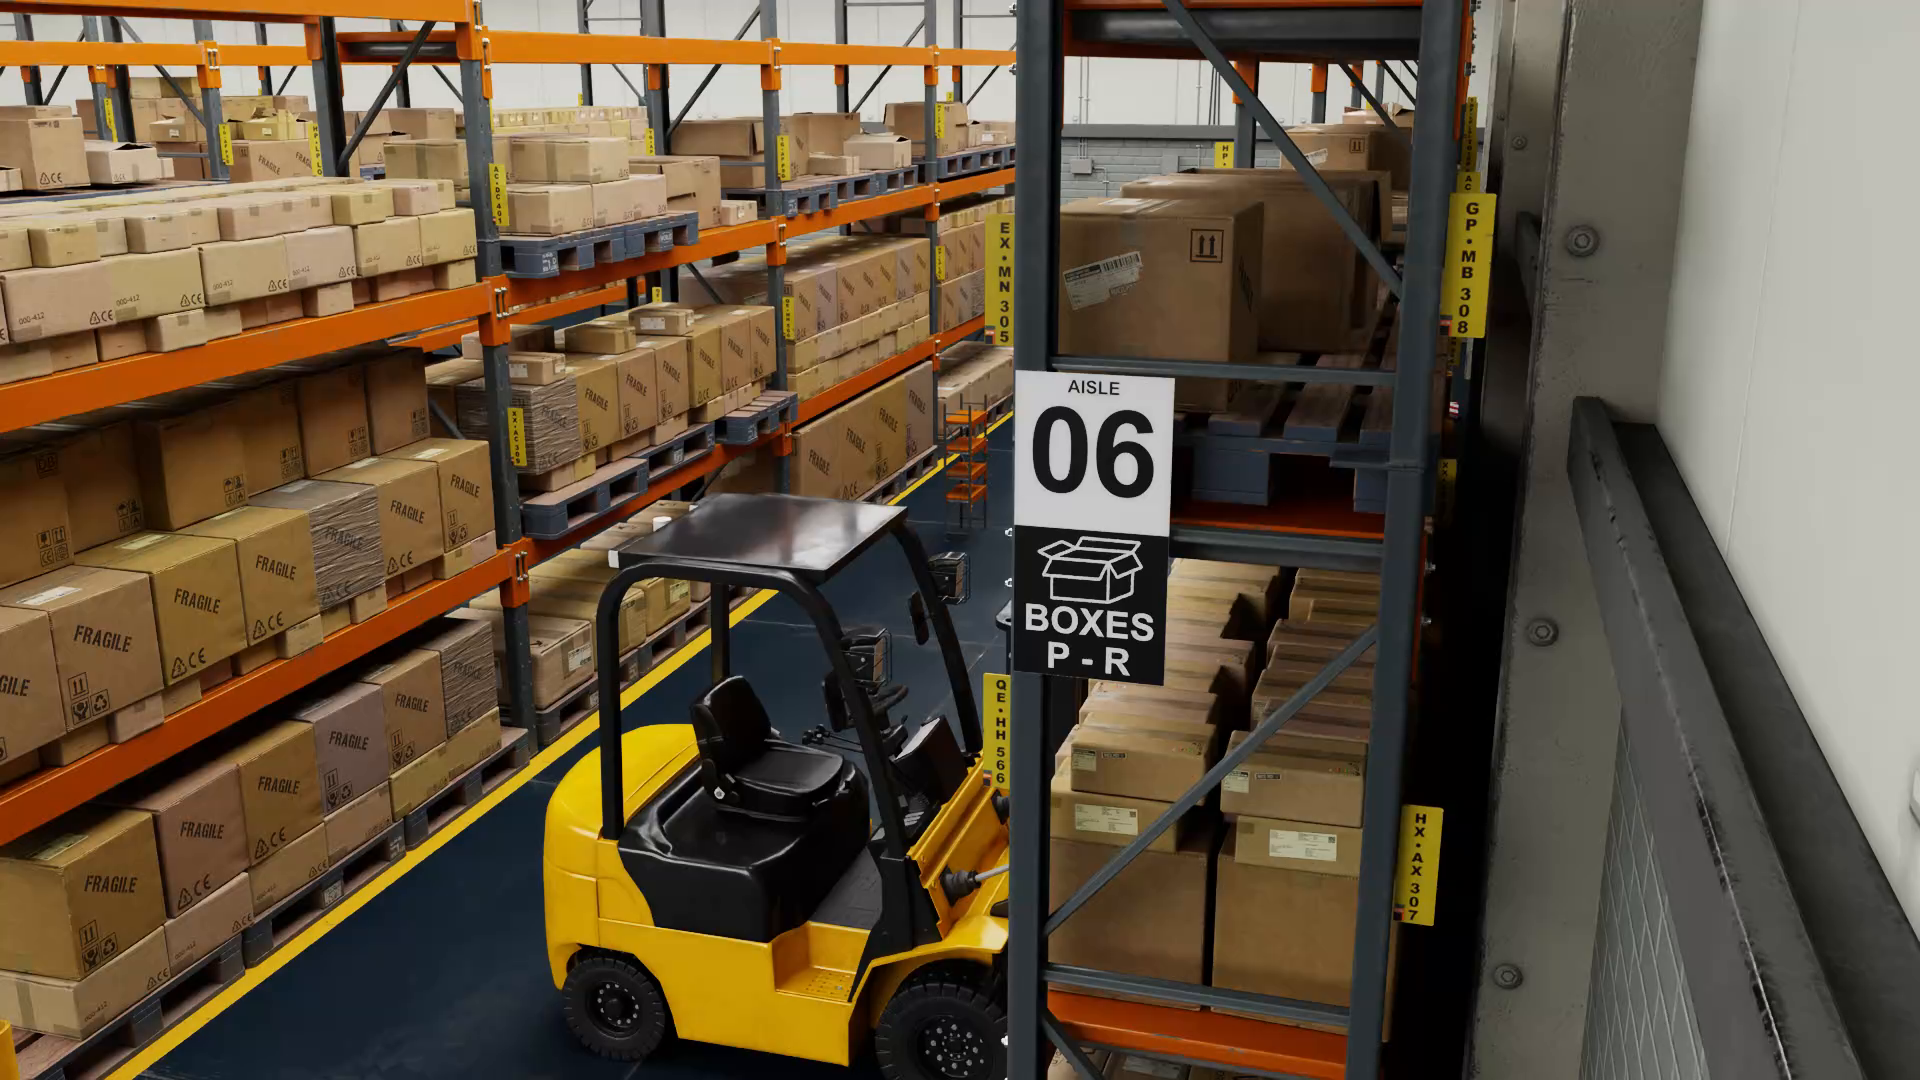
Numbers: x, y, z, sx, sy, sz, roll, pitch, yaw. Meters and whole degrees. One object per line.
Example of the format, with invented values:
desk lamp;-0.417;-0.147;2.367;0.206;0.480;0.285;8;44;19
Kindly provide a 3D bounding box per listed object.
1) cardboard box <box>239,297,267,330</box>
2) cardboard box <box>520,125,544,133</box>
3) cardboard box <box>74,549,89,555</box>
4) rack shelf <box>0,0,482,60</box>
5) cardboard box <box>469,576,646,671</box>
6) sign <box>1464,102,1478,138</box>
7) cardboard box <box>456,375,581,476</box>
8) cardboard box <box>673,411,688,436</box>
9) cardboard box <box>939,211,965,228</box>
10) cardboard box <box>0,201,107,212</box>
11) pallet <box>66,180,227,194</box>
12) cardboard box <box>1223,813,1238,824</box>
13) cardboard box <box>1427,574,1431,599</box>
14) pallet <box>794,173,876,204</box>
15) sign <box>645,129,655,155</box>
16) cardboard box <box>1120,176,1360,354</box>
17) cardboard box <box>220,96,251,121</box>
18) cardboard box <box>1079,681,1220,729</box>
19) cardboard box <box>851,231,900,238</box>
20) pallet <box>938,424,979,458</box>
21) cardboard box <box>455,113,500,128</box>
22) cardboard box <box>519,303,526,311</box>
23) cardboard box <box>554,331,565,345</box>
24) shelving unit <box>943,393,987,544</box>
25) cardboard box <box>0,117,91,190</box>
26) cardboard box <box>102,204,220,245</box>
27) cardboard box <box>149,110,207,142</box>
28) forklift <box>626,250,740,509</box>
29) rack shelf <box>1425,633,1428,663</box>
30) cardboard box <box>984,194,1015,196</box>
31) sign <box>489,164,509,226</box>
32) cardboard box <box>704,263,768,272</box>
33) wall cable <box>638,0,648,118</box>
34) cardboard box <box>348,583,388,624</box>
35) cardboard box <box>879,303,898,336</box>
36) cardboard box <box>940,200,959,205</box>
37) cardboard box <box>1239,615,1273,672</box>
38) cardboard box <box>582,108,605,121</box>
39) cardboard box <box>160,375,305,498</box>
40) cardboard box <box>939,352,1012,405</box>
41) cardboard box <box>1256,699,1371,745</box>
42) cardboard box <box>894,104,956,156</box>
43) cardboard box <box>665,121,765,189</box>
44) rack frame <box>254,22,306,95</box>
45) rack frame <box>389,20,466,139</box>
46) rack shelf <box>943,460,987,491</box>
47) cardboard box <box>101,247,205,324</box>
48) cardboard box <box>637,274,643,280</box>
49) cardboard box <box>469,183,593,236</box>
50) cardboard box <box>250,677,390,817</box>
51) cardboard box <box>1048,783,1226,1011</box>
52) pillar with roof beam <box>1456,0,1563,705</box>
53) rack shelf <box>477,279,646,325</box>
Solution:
cardboard box;-3.324;-1.018;7.384;0.380;0.149;0.250;4;16;15
cardboard box;-4.984;-4.498;18.552;0.500;0.250;0.500;5;16;16
cardboard box;-3.951;0.232;7.286;0.500;0.500;0.500;5;16;16
rack shelf;-3.565;-2.214;6.968;1.077;0.370;4.000;5;16;16
cardboard box;-2.649;0.538;10.983;0.950;0.372;0.625;6;17;19
sign;4.570;-3.747;14.876;0.100;0.325;0.005;5;16;16
cardboard box;-2.588;-0.692;9.775;0.500;0.500;0.500;5;17;17
cardboard box;-2.092;-0.811;11.382;0.380;0.149;0.250;4;16;14
cardboard box;-0.165;-3.394;17.594;0.380;0.149;0.250;5;16;15
cardboard box;-3.916;-1.373;7.176;0.380;0.149;0.250;5;17;17
pallet;-6.766;-2.782;13.491;1.213;0.211;1.003;5;17;18
cardboard box;0.981;0.733;4.875;0.380;0.149;0.250;5;16;16
cardboard box;2.167;0.148;8.584;0.500;0.250;0.500;5;17;17
pallet;-1.413;-3.063;14.480;1.003;0.211;1.213;5;17;18
sign;-2.389;-3.020;12.891;0.100;0.325;0.005;5;16;16
cardboard box;0.906;-0.904;5.388;0.700;0.500;0.500;5;17;16
cardboard box;-9.560;-5.431;21.346;0.700;0.500;0.500;3;16;12
cardboard box;0.567;0.551;4.971;0.380;0.149;0.250;5;16;16
cardboard box;-0.854;-2.966;17.273;0.500;0.500;0.500;4;16;15
pallet;-0.432;-1.143;17.972;1.003;0.211;1.213;5;16;16
cardboard box;-5.183;-4.510;17.863;0.380;0.149;0.250;4;16;15
cardboard box;-5.101;-2.650;18.637;0.380;0.149;0.250;5;17;17
cardboard box;-2.645;-1.132;11.326;0.500;0.500;0.500;4;16;14
shelving unit;0.047;-0.621;14.318;0.258;1.200;0.503;5;16;16
cardboard box;-6.860;-2.867;12.309;0.500;0.500;0.500;5;16;16
cardboard box;-3.374;-1.331;7.027;0.380;0.149;0.250;5;17;17
cardboard box;-6.768;-3.588;14.399;0.396;0.266;0.258;5;16;16
forklift;-2.708;-1.885;15.603;1.130;2.935;3.031;5;16;16
rack shelf;2.332;0.008;10.122;1.077;0.370;4.000;5;16;16
cardboard box;0.504;-4.070;19.977;0.380;0.149;0.250;5;17;17
sign;-2.474;-1.850;8.912;0.100;0.325;0.005;5;16;16
cardboard box;-1.826;-2.065;14.096;0.500;0.500;0.500;5;17;17
wall cable;-4.176;-9.753;26.326;2.277;5.999;0.120;5;16;16
cardboard box;-3.081;0.296;8.249;0.380;0.149;0.250;4;16;15
cardboard box;-0.891;-2.059;15.449;0.500;0.250;0.500;5;17;17
cardboard box;-0.224;-3.832;19.137;0.380;0.149;0.250;5;17;16
cardboard box;0.955;0.363;6.179;0.380;0.149;0.250;5;16;16
cardboard box;-4.511;-5.126;20.035;0.380;0.149;0.250;4;16;15
cardboard box;-3.664;-0.511;8.075;0.700;0.500;0.500;4;16;15
cardboard box;0.070;-1.887;19.411;0.875;0.438;0.875;5;17;17
cardboard box;1.063;0.592;4.826;0.380;0.149;0.250;5;17;18
cardboard box;-0.354;-4.171;16.903;0.500;0.500;0.500;5;17;17
cardboard box;-1.897;-3.050;13.131;0.797;0.503;0.637;4;16;12
rack frame;-9.087;-6.993;22.492;1.000;3.000;0.127;5;16;16
rack frame;-5.498;-5.535;17.353;1.000;3.000;0.127;5;16;16
rack shelf;0.047;-0.556;14.337;0.258;0.148;0.480;5;16;16
cardboard box;-3.459;-1.045;6.750;0.500;0.250;0.500;5;17;18
cardboard box;-4.289;-3.405;21.299;0.380;0.149;0.250;5;16;16
cardboard box;-2.446;-1.893;9.516;0.500;0.250;0.500;4;16;14
cardboard box;-3.194;1.004;8.189;0.500;0.500;0.500;6;17;19
cardboard box;0.515;1.035;5.002;0.500;0.500;0.500;4;16;15
pillar with roof beam;-0.733;-3.670;10.778;9.100;9.000;0.400;5;16;16
rack shelf;-4.929;-2.826;20.115;1.077;0.370;4.000;5;16;16
